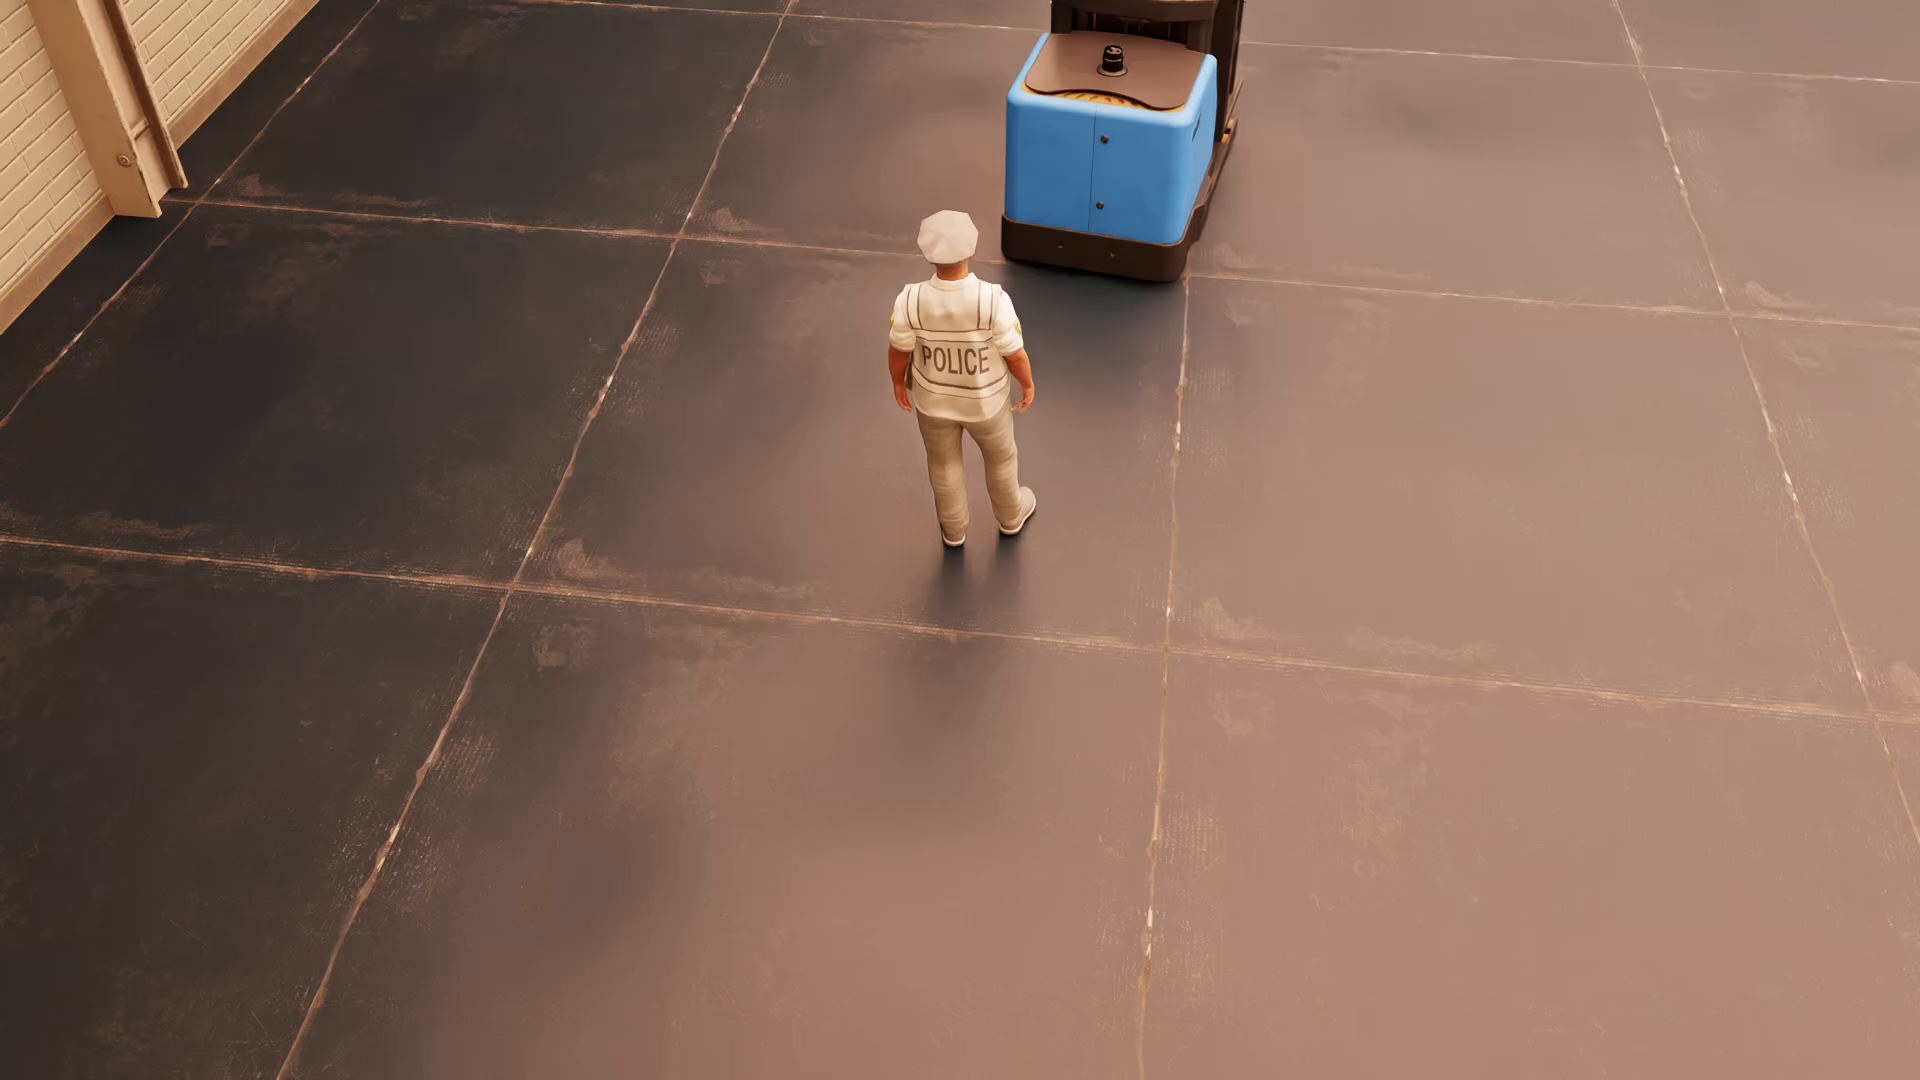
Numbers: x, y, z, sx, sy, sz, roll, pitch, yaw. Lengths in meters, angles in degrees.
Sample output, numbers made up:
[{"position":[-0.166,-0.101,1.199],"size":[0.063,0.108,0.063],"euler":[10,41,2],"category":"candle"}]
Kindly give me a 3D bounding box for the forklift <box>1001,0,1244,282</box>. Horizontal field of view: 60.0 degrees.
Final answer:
[{"position":[1.143,-3.543,9.582],"size":[1.130,2.935,3.031],"euler":[11,44,12],"category":"forklift"}]

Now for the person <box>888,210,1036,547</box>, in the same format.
[{"position":[0.022,-0.713,7.339],"size":[0.641,1.778,0.574],"euler":[5,43,6],"category":"person"}]
